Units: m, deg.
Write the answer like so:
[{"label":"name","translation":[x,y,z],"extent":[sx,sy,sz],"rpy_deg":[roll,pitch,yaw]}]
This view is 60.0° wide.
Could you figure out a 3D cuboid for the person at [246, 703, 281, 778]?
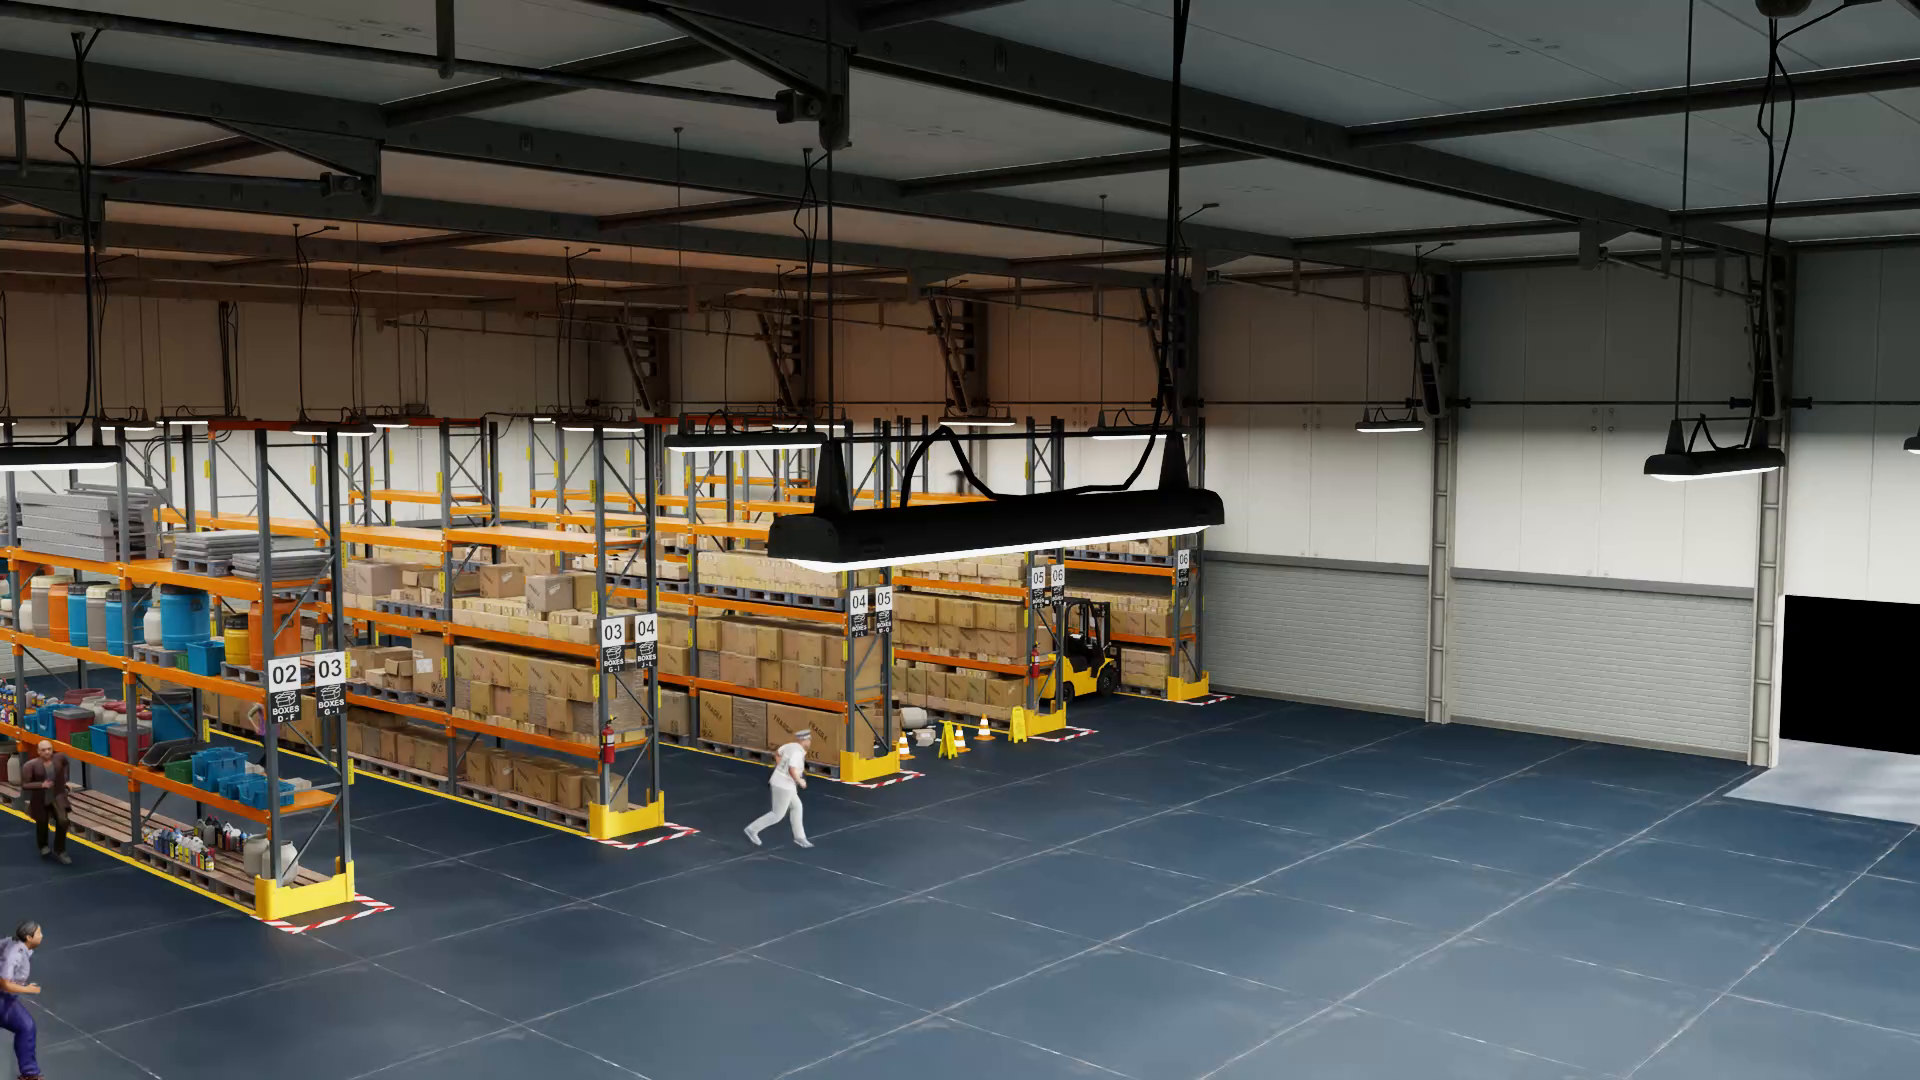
[{"label":"person","translation":[-11.445,3.224,27.523],"extent":[0.874,1.592,0.549],"rpy_deg":[3,6,33]}]

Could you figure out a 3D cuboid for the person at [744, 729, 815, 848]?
[{"label":"person","translation":[-2.574,3.561,23.557],"extent":[1.014,1.717,0.690],"rpy_deg":[-2,5,-20]}]

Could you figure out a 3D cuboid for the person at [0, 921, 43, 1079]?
[{"label":"person","translation":[-8.872,4.325,15.165],"extent":[0.970,1.589,0.640],"rpy_deg":[-3,5,-28]}]

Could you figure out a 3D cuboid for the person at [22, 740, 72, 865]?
[{"label":"person","translation":[-12.503,3.567,22.770],"extent":[0.625,1.728,1.033],"rpy_deg":[-3,6,-35]}]
